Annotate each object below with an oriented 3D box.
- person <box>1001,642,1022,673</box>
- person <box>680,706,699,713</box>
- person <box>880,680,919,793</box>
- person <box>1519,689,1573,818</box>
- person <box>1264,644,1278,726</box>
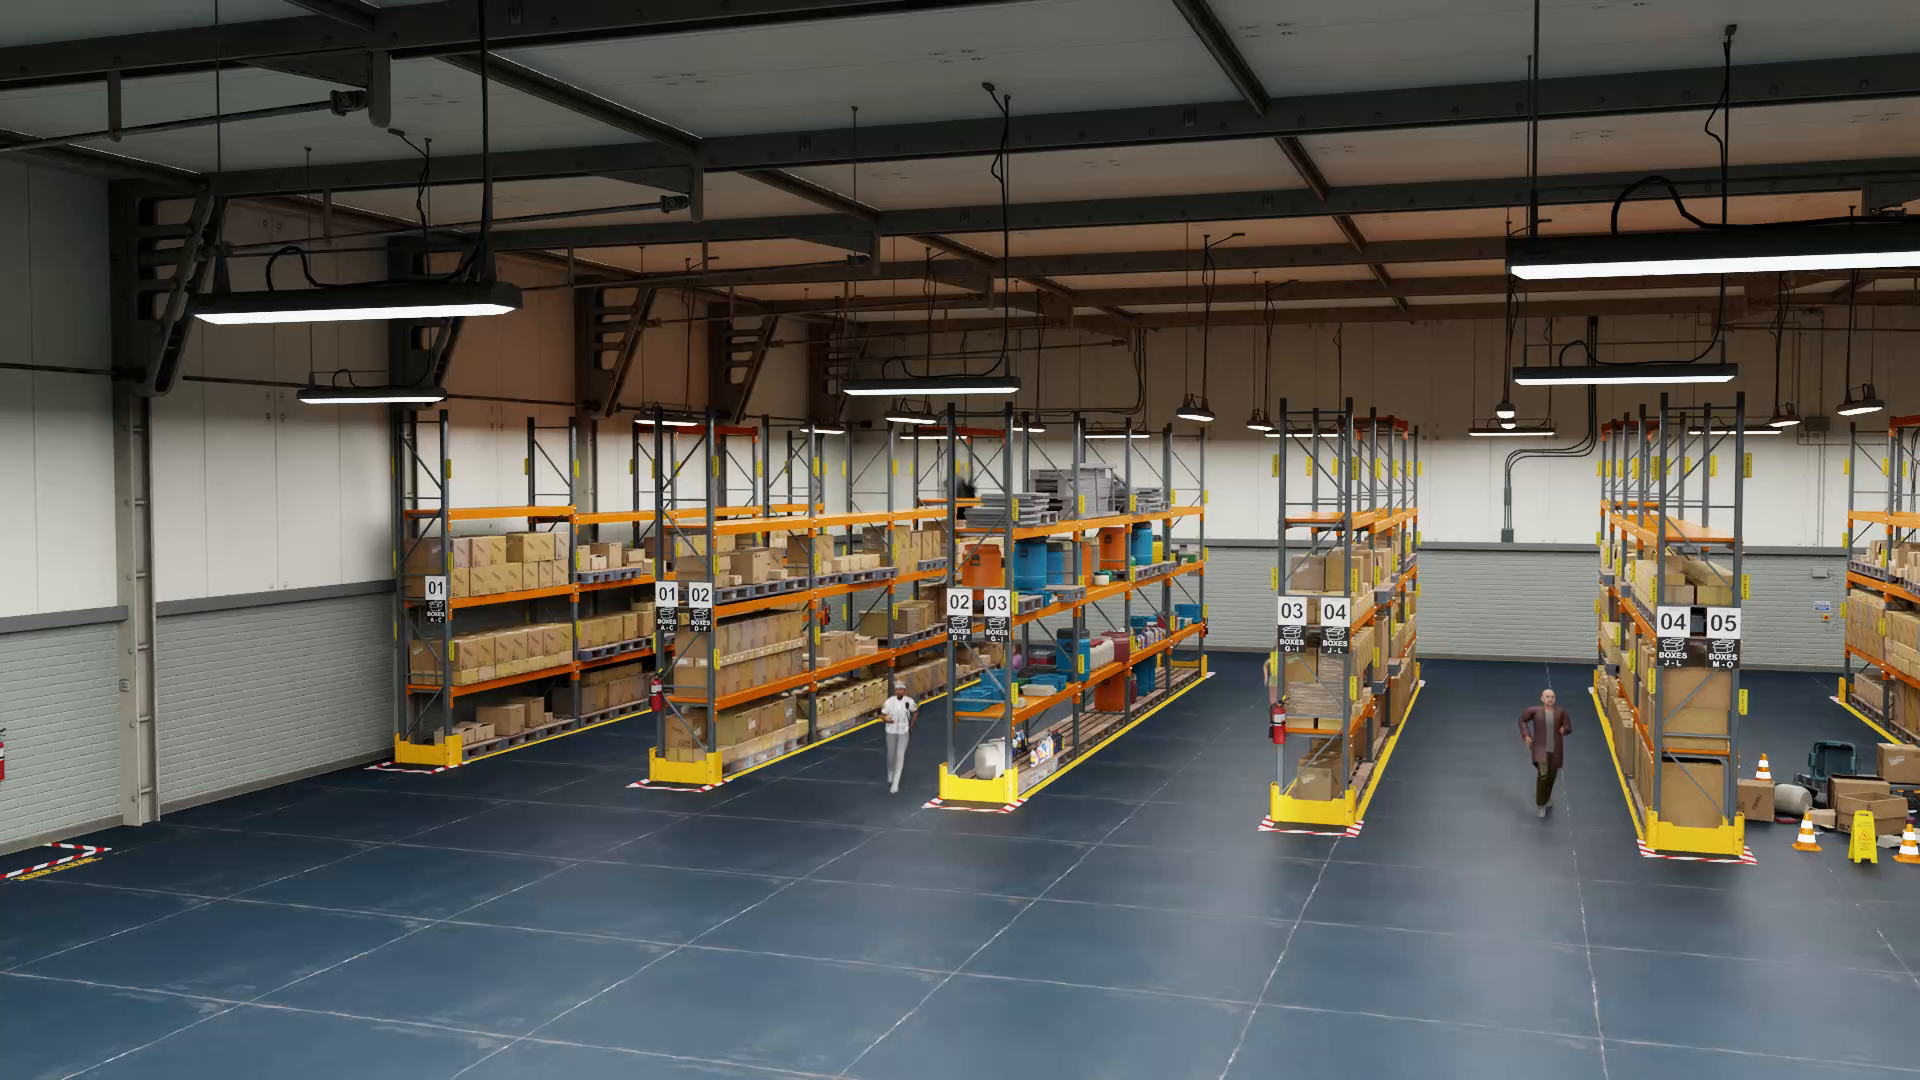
[{"bbox_3d":[1.023,2.812,32.490,0.503,1.610,0.682,0,2,11],"label":"person"},{"bbox_3d":[-4.823,2.859,30.084,0.633,1.800,0.785,0,2,6],"label":"person"},{"bbox_3d":[-0.955,3.038,26.074,0.592,1.721,0.869,0,2,4],"label":"person"},{"bbox_3d":[8.510,3.083,24.106,0.695,1.846,0.825,0,2,4],"label":"person"},{"bbox_3d":[6.020,2.826,31.437,0.544,1.706,0.737,0,2,9],"label":"person"}]
